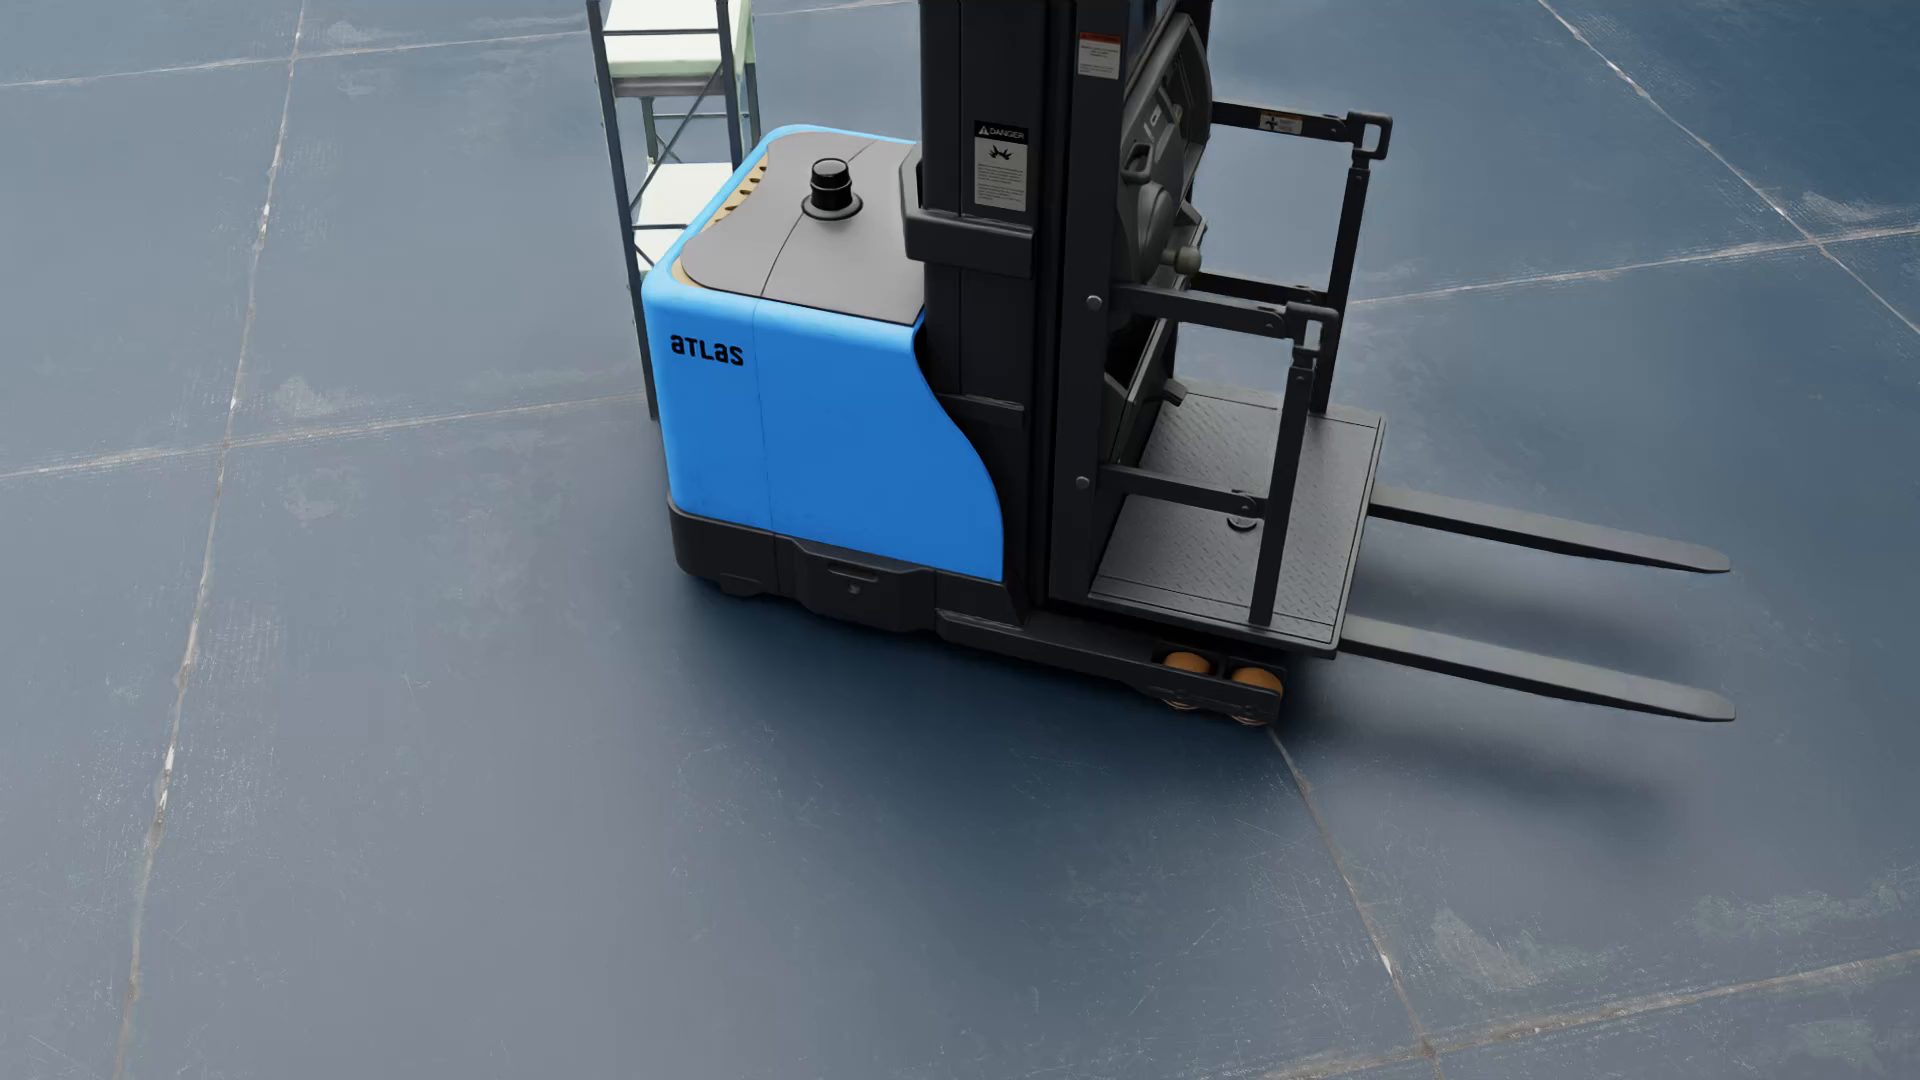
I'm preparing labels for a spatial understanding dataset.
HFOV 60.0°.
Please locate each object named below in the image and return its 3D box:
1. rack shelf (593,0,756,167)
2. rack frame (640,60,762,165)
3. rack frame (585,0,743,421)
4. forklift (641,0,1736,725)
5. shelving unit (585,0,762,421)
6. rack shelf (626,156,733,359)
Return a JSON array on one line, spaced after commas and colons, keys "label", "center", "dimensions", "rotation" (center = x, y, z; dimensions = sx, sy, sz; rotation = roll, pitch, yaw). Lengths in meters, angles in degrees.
[{"label": "rack shelf", "center": [-0.880, -1.518, 5.242], "dimensions": [0.431, 0.370, 0.720], "rotation": [-2, 42, -2]}, {"label": "rack frame", "center": [-0.897, -1.469, 5.775], "dimensions": [0.400, 1.500, 0.023], "rotation": [-2, 42, -2]}, {"label": "rack frame", "center": [-0.863, -0.983, 5.228], "dimensions": [0.400, 1.500, 0.023], "rotation": [-2, 42, -2]}, {"label": "forklift", "center": [0.705, -0.975, 4.141], "dimensions": [3.031, 2.935, 1.130], "rotation": [12, 43, 13]}, {"label": "shelving unit", "center": [-0.880, -1.226, 5.501], "dimensions": [0.431, 1.500, 0.755], "rotation": [-2, 42, -2]}, {"label": "rack shelf", "center": [-0.880, -0.982, 5.718], "dimensions": [0.431, 0.370, 0.720], "rotation": [-2, 42, -2]}]
